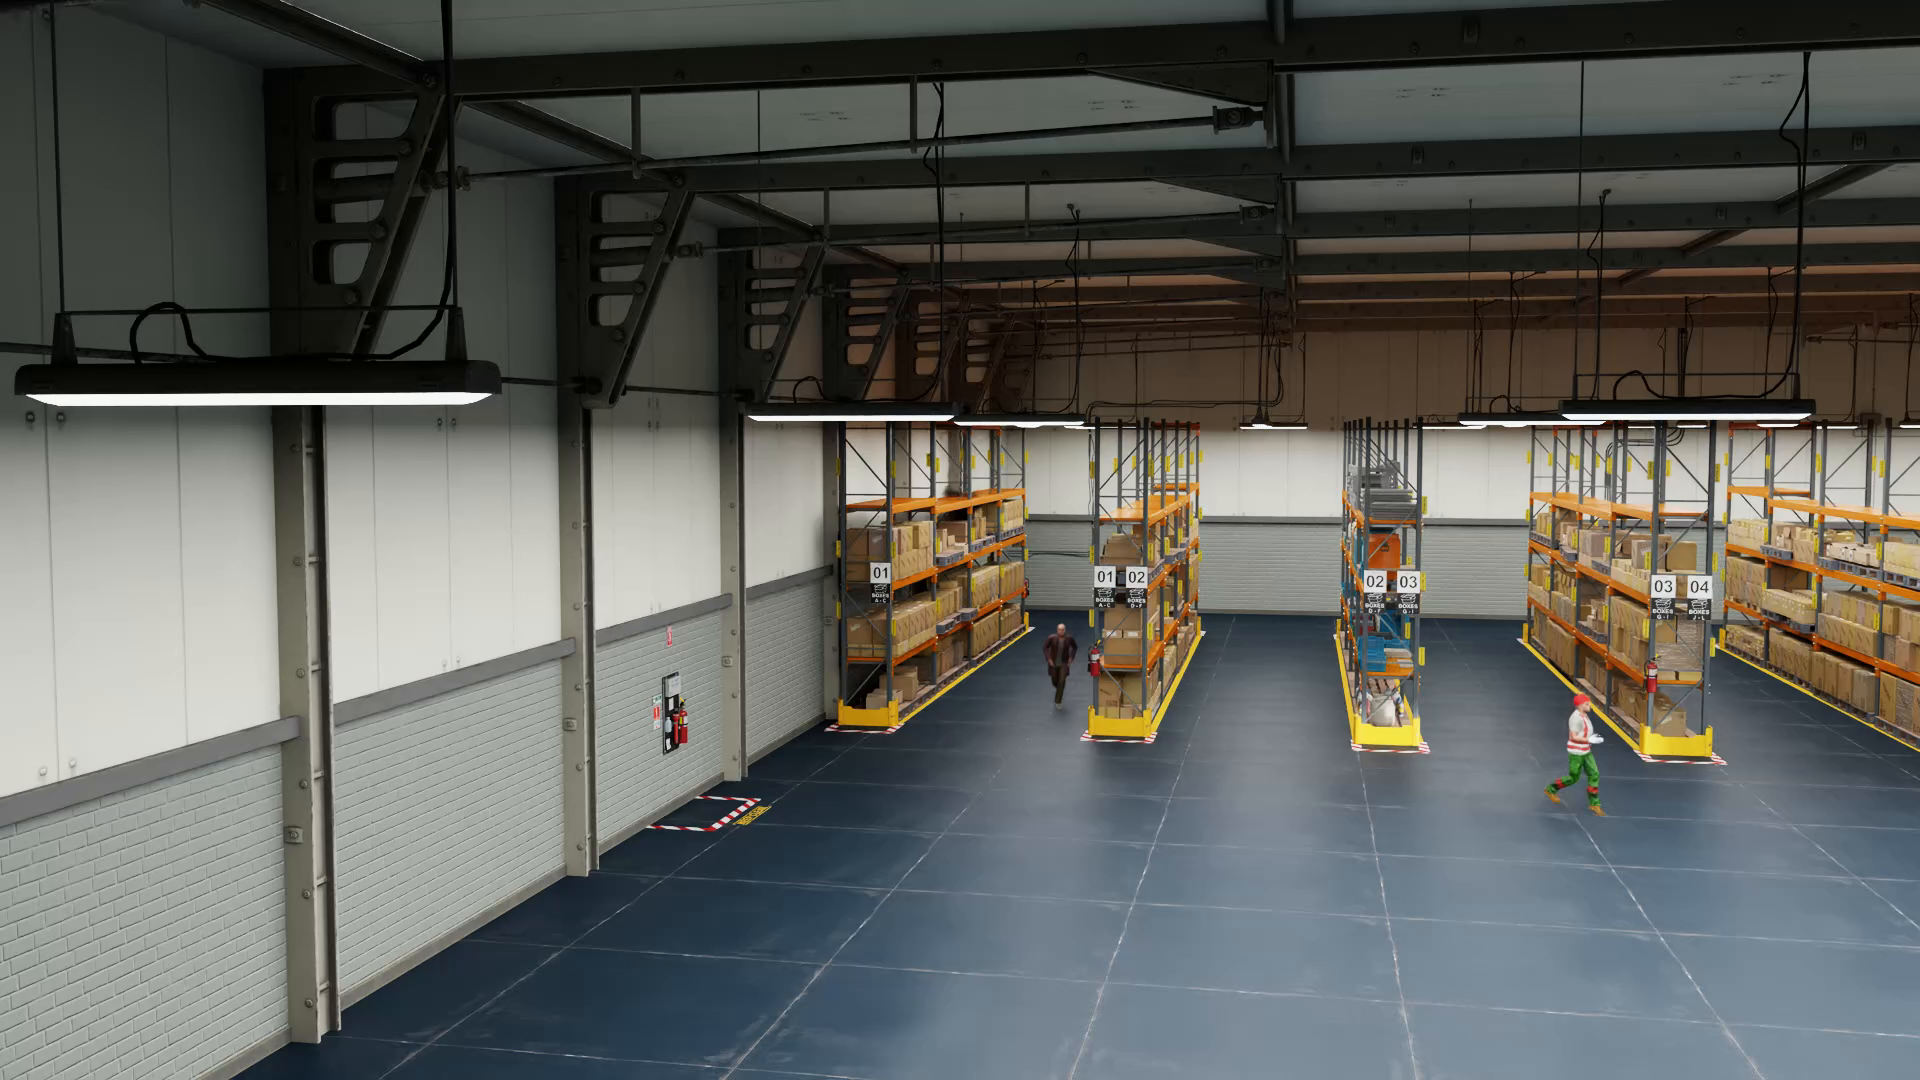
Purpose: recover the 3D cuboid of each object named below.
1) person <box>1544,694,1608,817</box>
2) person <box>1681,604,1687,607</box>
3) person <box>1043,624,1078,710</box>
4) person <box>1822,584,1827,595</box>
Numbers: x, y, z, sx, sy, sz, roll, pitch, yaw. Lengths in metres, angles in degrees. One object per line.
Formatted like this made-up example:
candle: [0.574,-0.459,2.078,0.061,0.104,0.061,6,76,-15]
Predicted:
person: [9.274,3.221,25.011,0.951,1.831,0.692,3,5,36]
person: [19.537,1.961,45.132,0.582,1.763,0.680,0,4,-7]
person: [2.098,2.616,34.766,0.714,1.769,1.032,0,4,7]
person: [22.409,2.036,43.344,0.722,1.815,0.915,0,4,7]
